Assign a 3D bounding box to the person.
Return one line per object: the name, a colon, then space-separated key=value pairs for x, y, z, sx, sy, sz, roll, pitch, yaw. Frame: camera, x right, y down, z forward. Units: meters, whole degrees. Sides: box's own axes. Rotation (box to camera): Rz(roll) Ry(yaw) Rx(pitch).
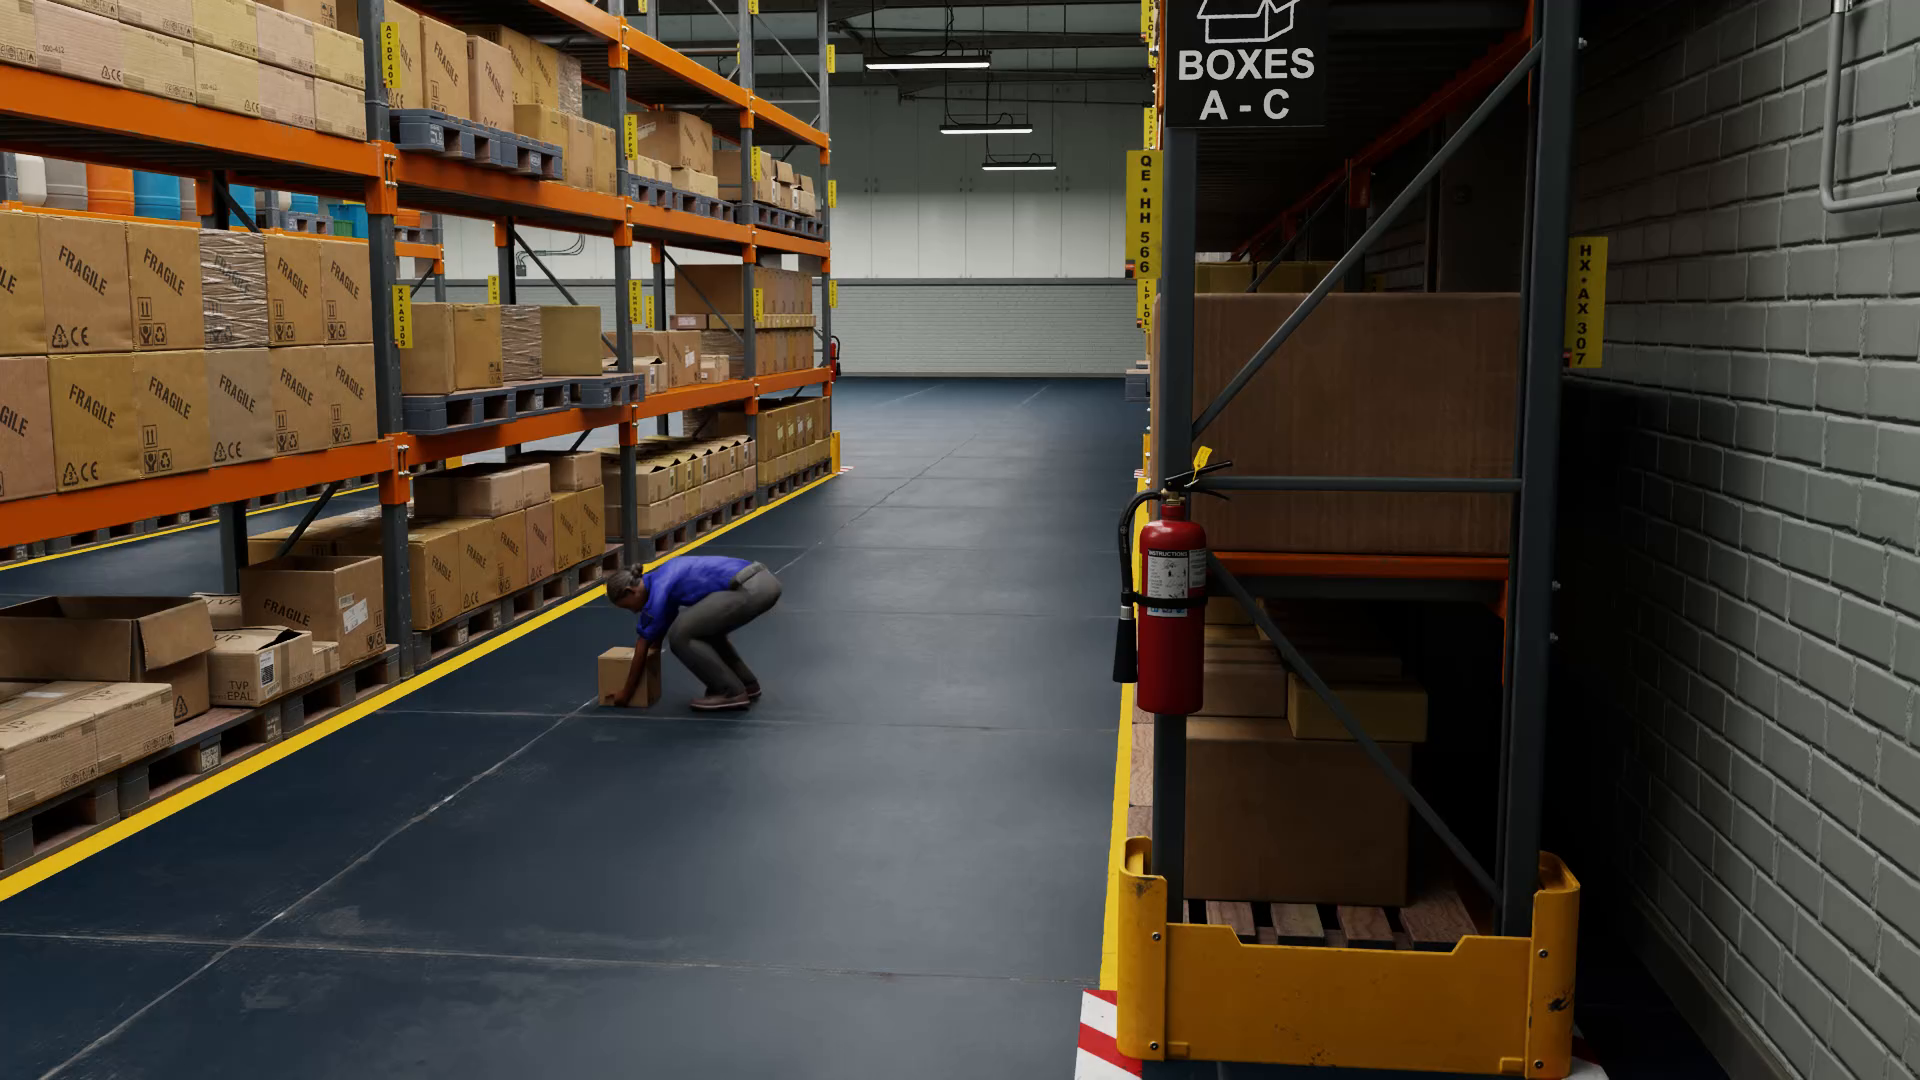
person: x=-1.207 y=0.002 z=8.274 sx=0.443 sy=1.662 sz=0.474 roll=1 pitch=8 yaw=6
